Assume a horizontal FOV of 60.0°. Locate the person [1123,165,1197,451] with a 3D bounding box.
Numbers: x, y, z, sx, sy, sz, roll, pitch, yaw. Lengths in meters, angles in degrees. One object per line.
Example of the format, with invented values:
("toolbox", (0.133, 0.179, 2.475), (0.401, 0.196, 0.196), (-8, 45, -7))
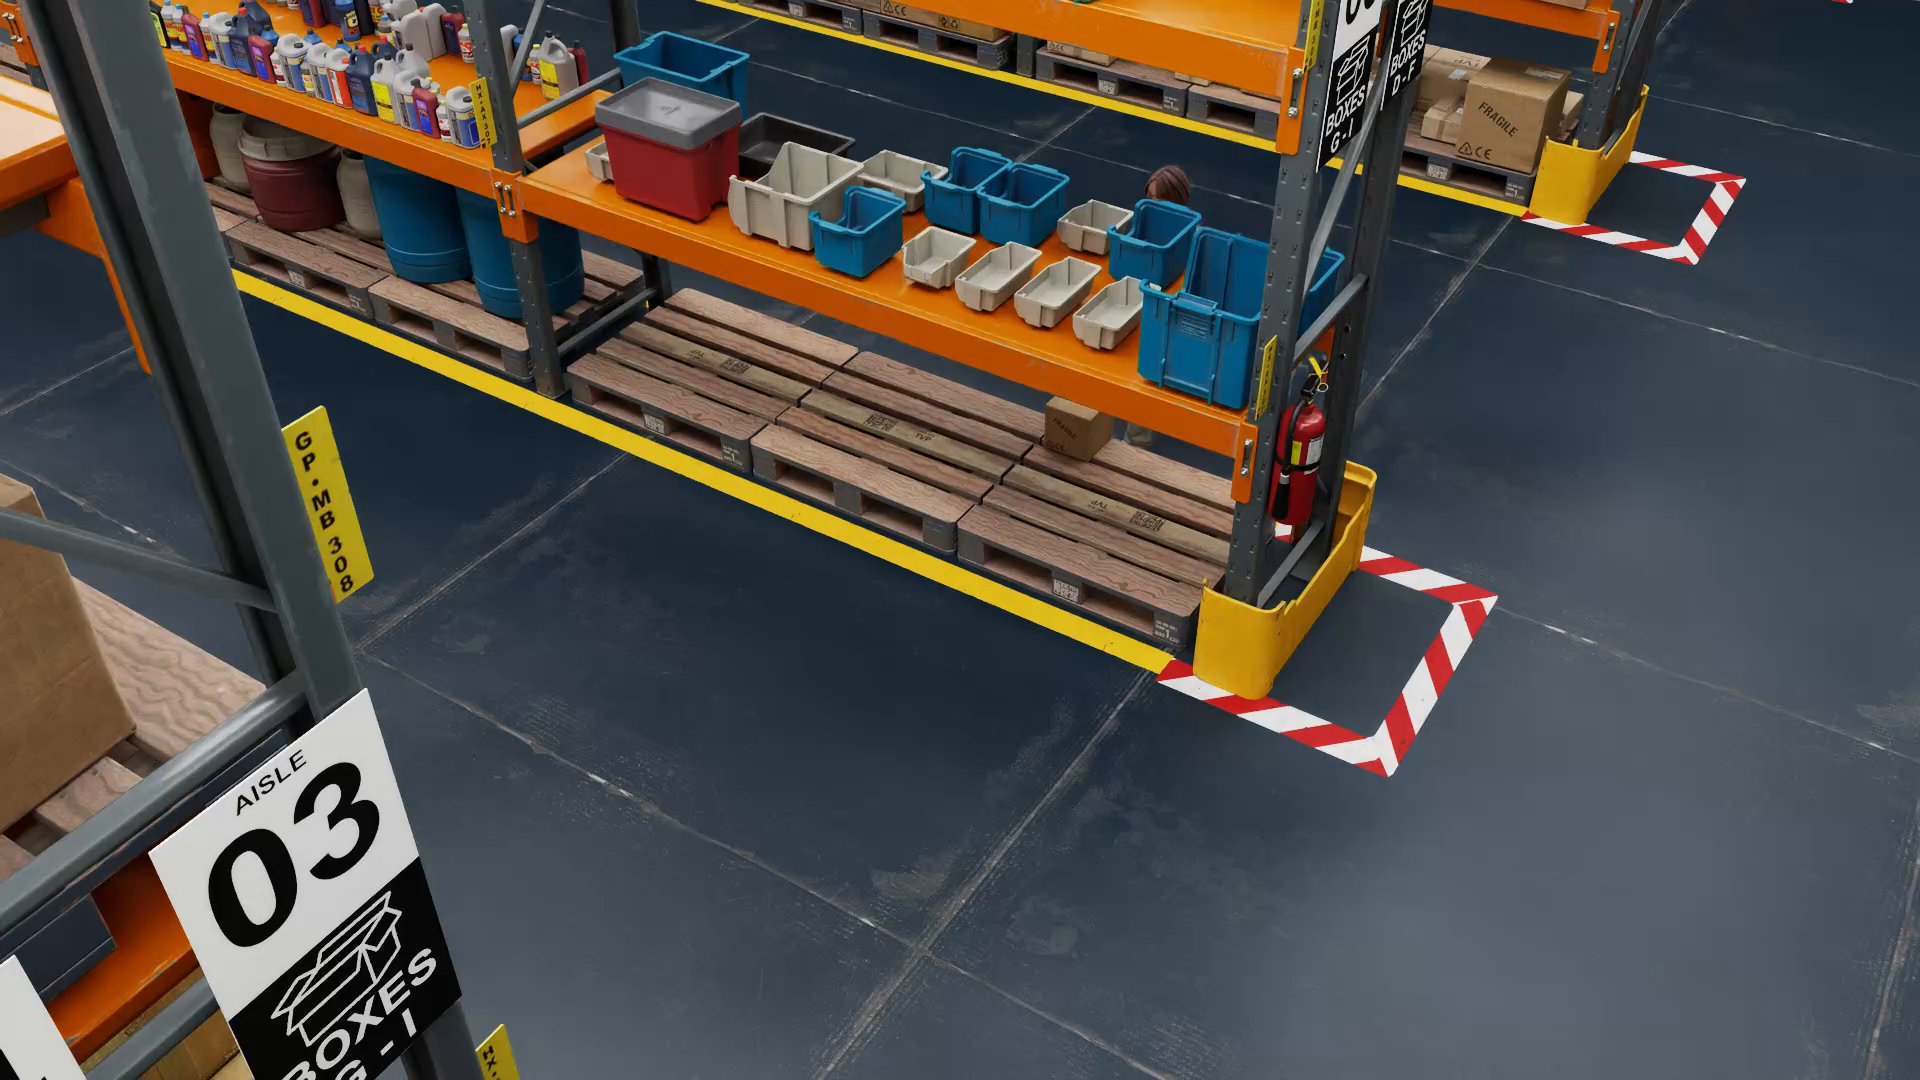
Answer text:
("person", (1.034, -1.148, 8.107), (0.802, 1.550, 0.526), (-11, 40, -13))
